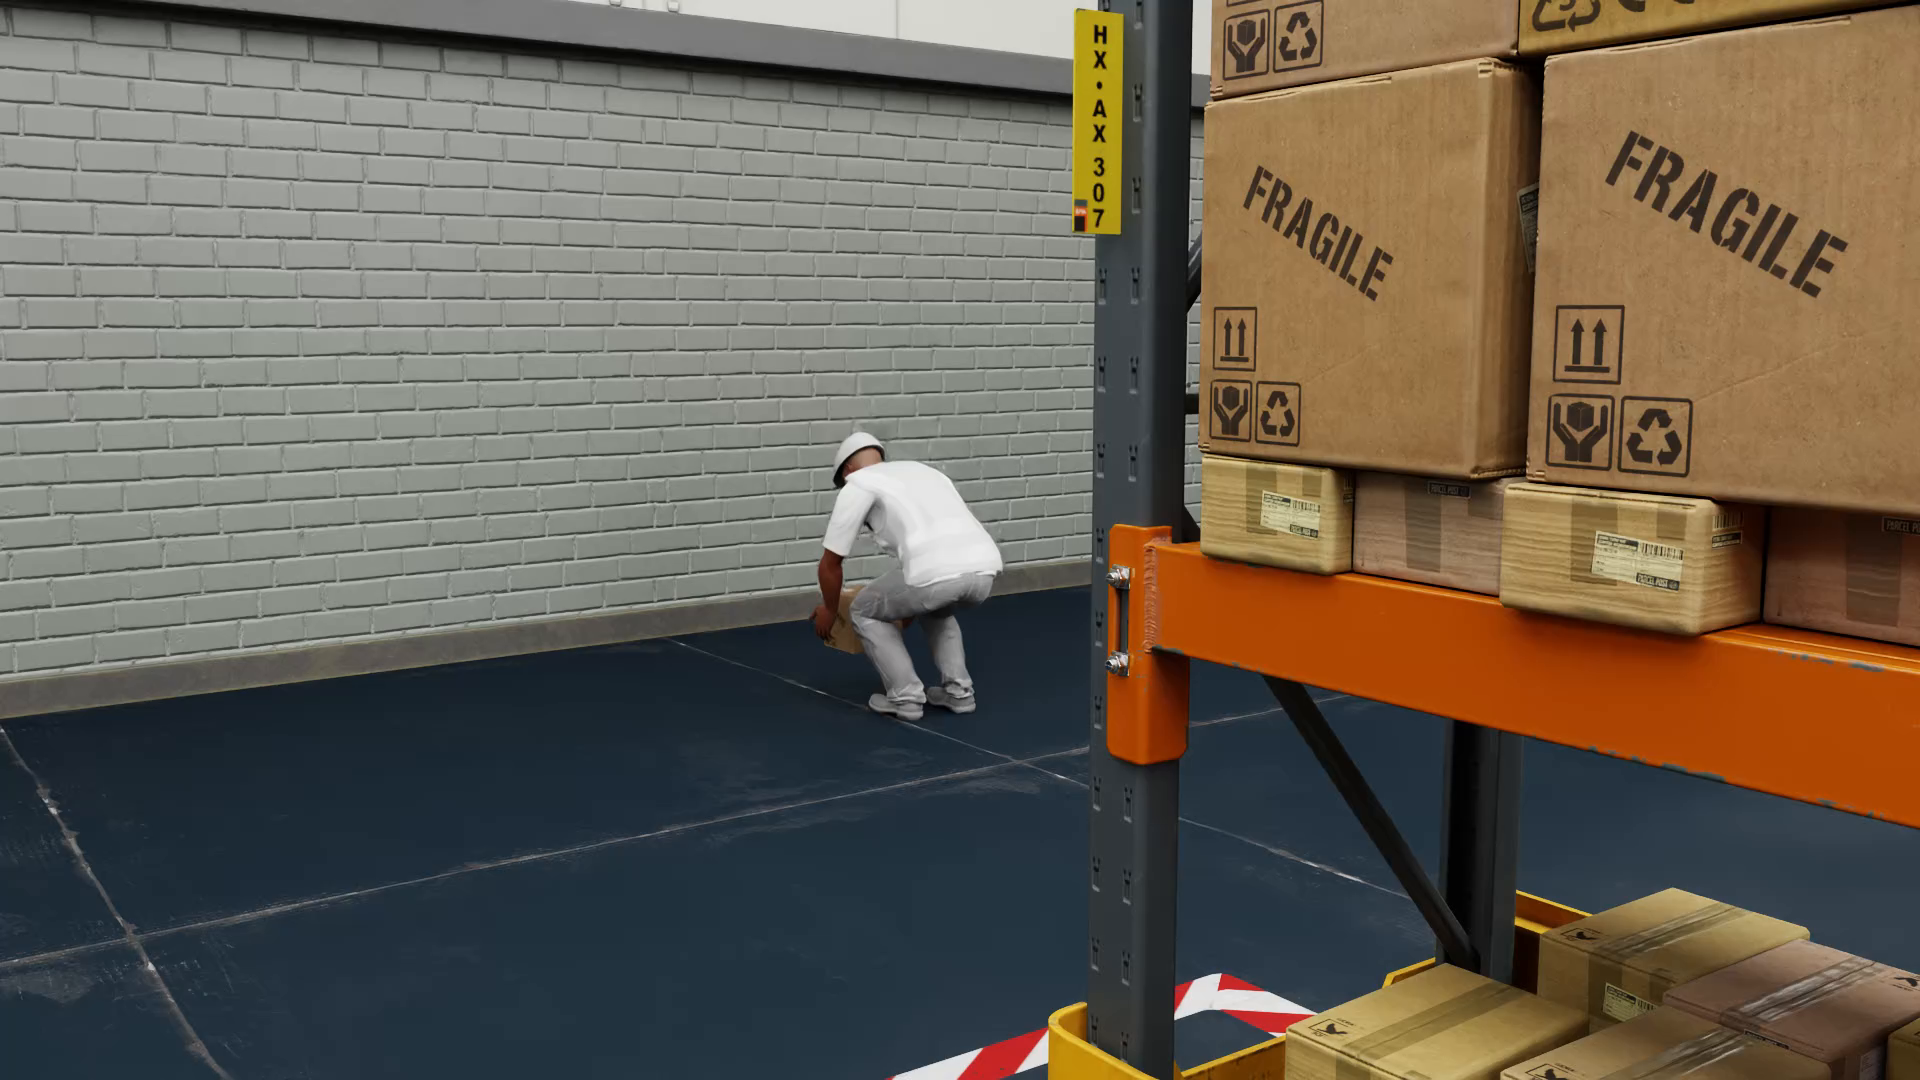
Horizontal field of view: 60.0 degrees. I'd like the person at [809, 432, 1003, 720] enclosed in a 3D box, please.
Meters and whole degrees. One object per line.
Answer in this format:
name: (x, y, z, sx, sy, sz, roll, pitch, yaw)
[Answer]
person: (-0.235, 0.143, 6.944, 0.612, 1.156, 0.852, -6, 10, -36)
